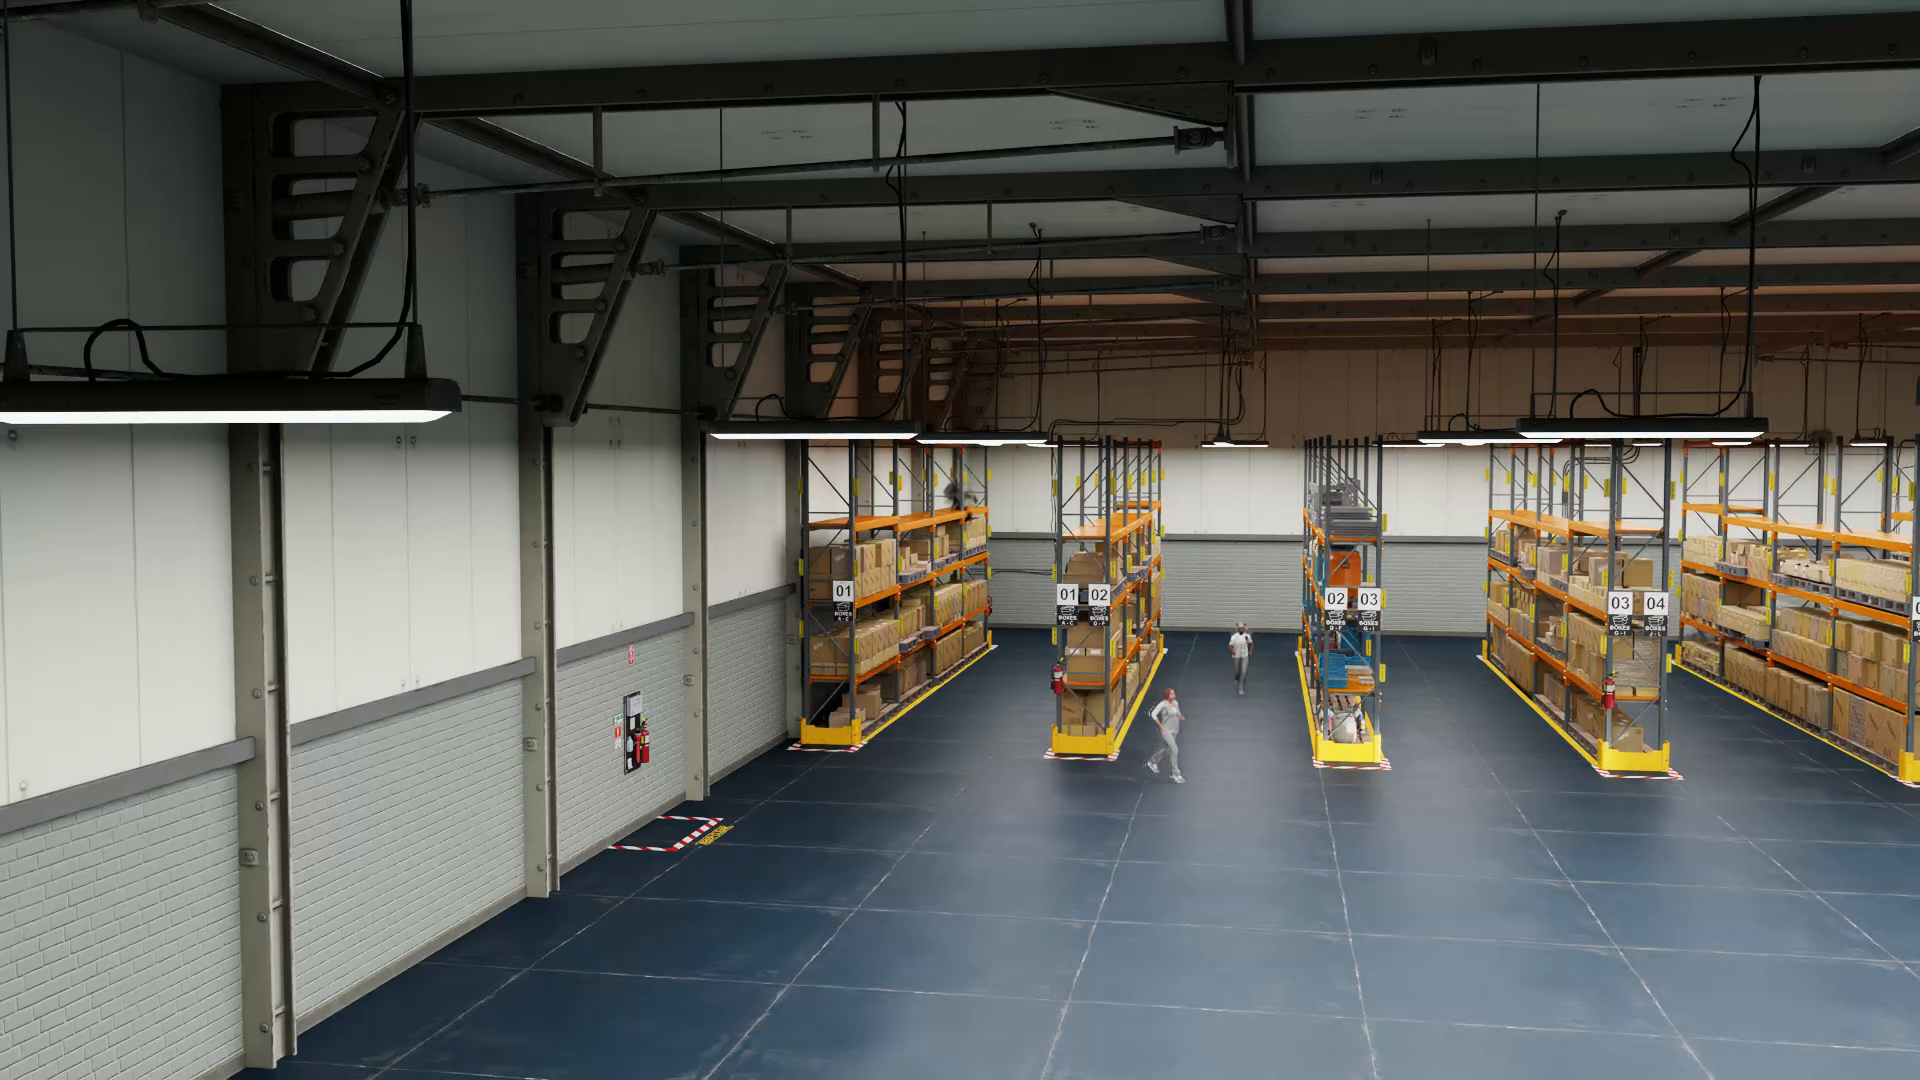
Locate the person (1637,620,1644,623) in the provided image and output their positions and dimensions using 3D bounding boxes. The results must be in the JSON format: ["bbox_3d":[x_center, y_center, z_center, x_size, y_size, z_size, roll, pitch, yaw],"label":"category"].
[{"bbox_3d":[17.754,2.517,43.498,0.668,1.754,0.899,1,3,18],"label":"person"}]

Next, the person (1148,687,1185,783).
[{"bbox_3d":[3.612,3.357,28.899,0.820,1.613,0.524,3,4,45],"label":"person"}]

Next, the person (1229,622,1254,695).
[{"bbox_3d":[6.648,2.774,39.313,0.588,1.696,0.827,0,3,7],"label":"person"}]

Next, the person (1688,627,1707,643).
[{"bbox_3d":[20.355,2.399,45.712,0.656,1.685,0.686,2,4,34],"label":"person"}]
